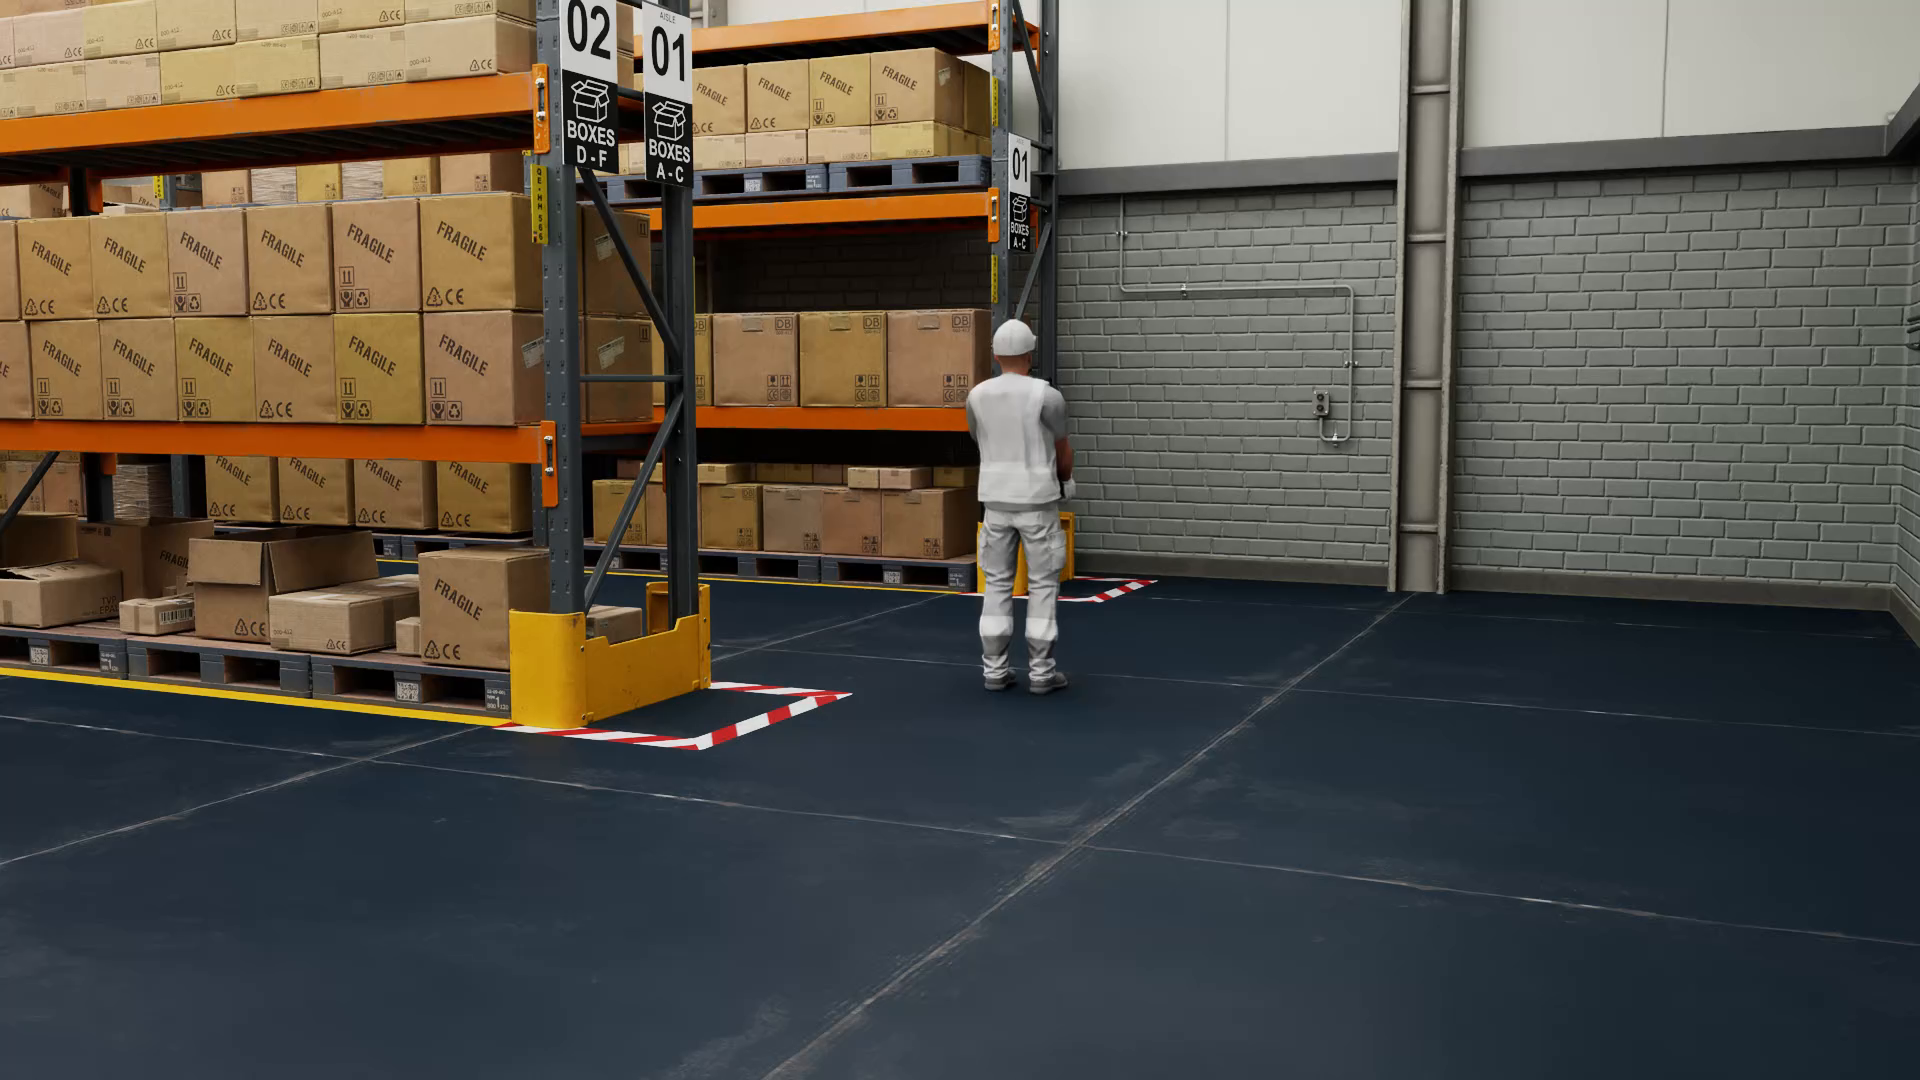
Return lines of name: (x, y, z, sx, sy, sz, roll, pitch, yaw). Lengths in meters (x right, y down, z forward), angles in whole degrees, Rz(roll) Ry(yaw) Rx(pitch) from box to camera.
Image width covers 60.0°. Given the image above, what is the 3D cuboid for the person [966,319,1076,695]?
person: (0.321, -0.169, 8.119, 0.511, 1.788, 0.559, 2, 6, 23)
